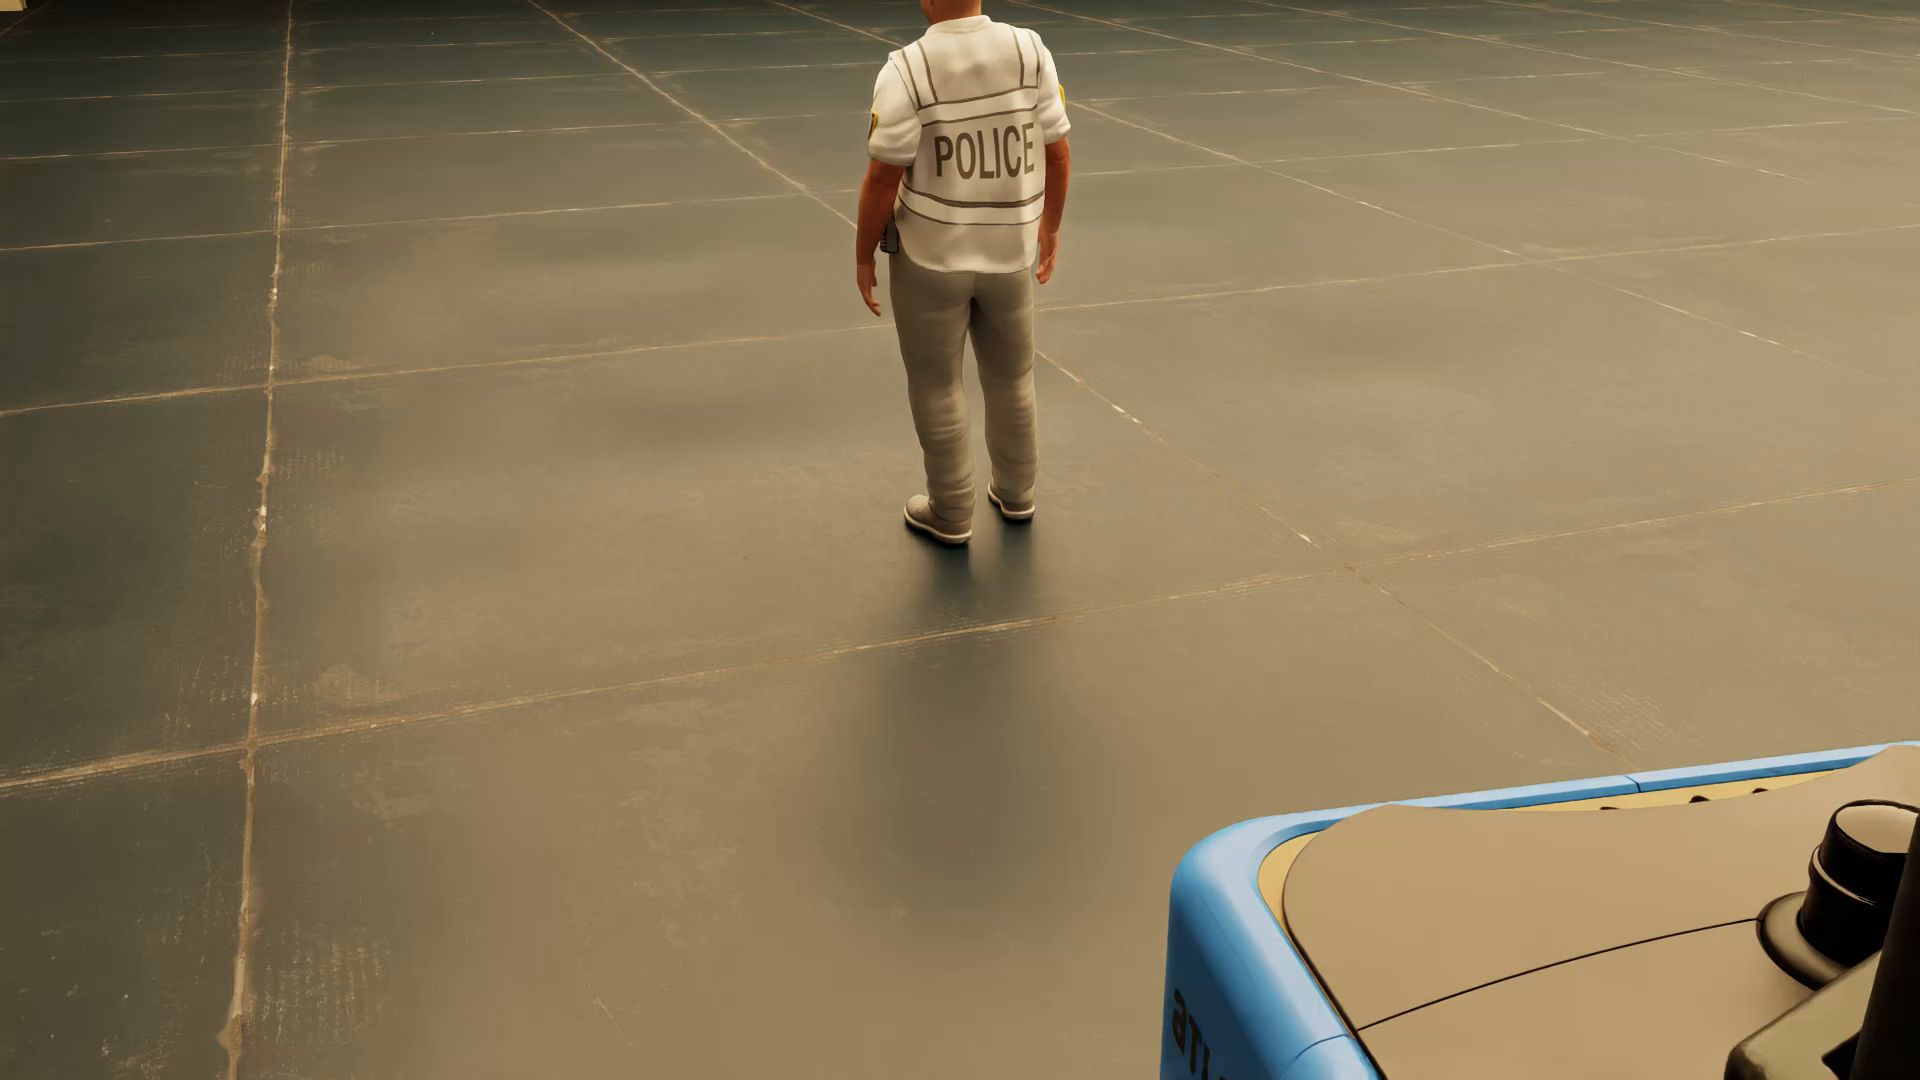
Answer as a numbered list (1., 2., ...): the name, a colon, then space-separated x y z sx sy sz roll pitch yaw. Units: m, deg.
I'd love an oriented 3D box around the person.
1. person: -0.015 -0.858 4.802 0.640 1.781 0.575 -8 24 -18
